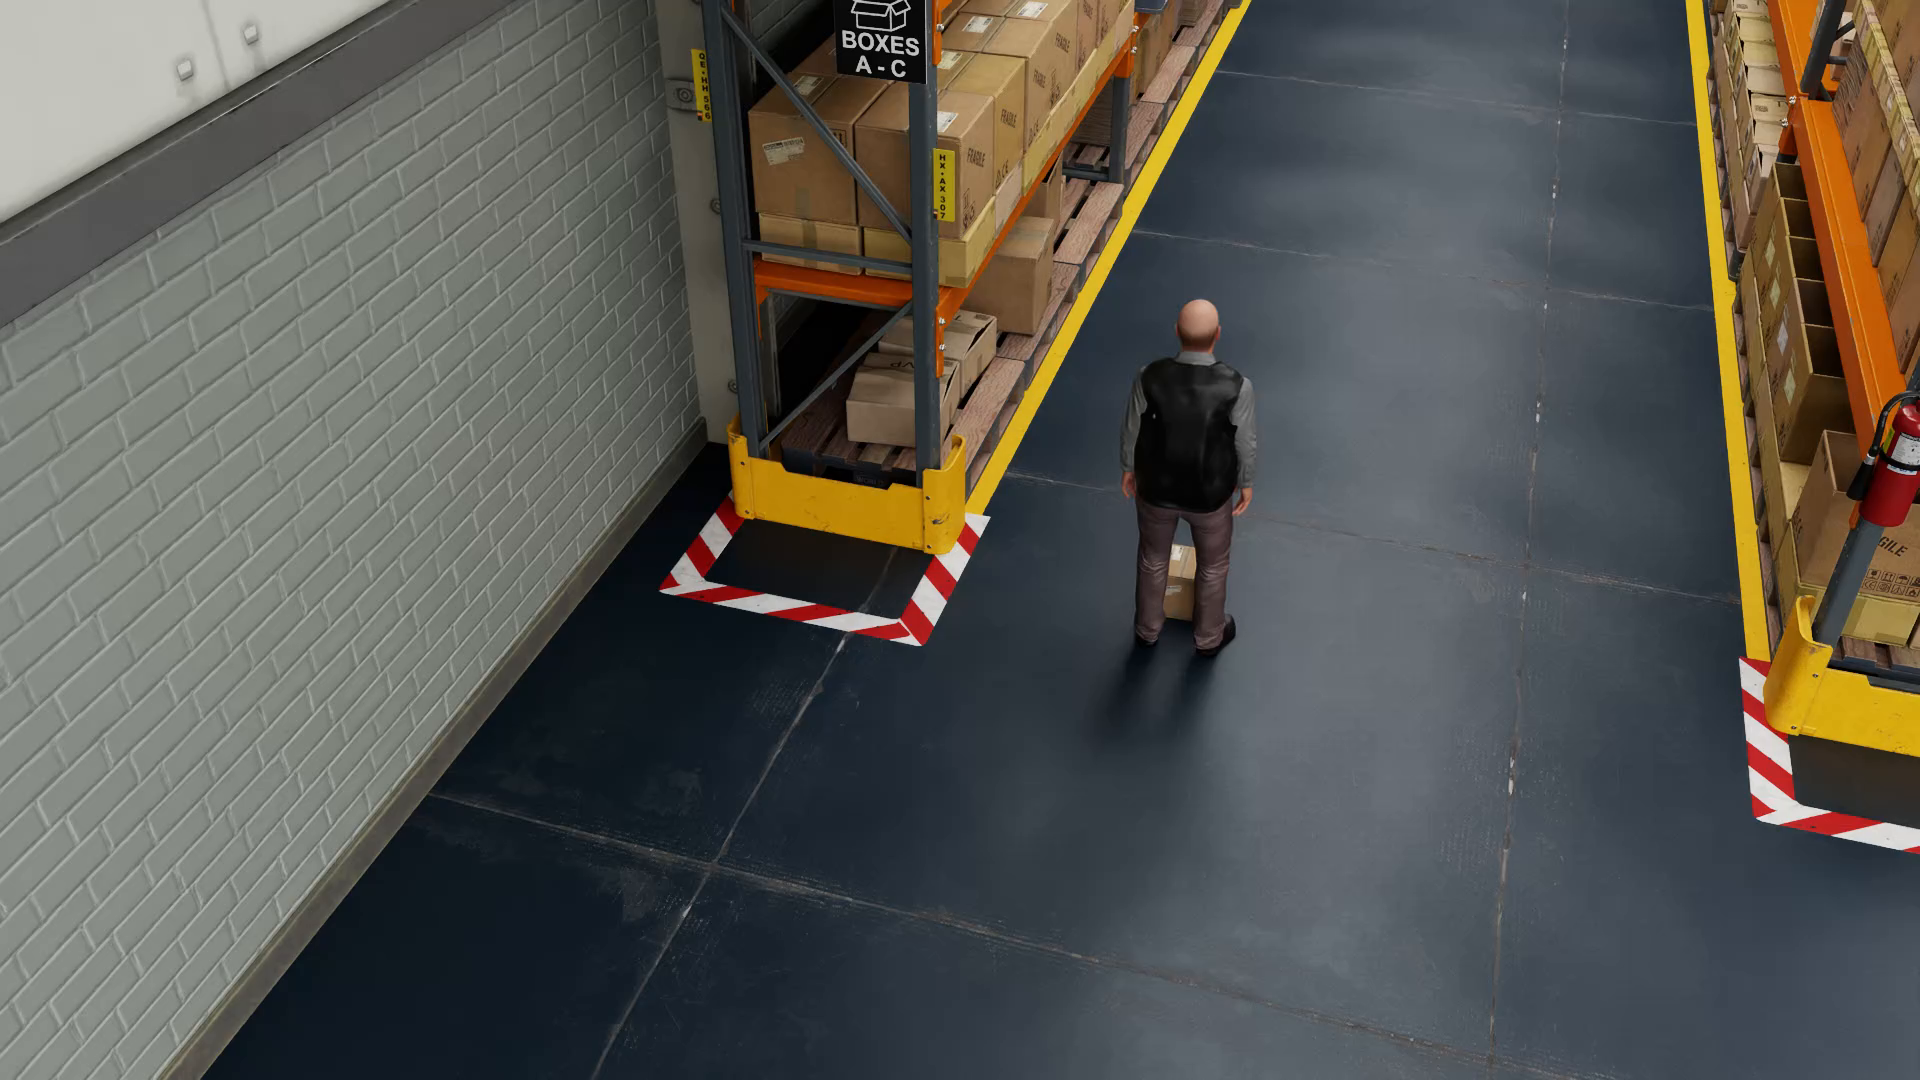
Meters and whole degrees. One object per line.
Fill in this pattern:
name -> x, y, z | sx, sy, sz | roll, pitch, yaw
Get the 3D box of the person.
person -> 0.975, -0.226, 7.214 | 0.588, 1.721, 0.411 | 10, 38, 13
